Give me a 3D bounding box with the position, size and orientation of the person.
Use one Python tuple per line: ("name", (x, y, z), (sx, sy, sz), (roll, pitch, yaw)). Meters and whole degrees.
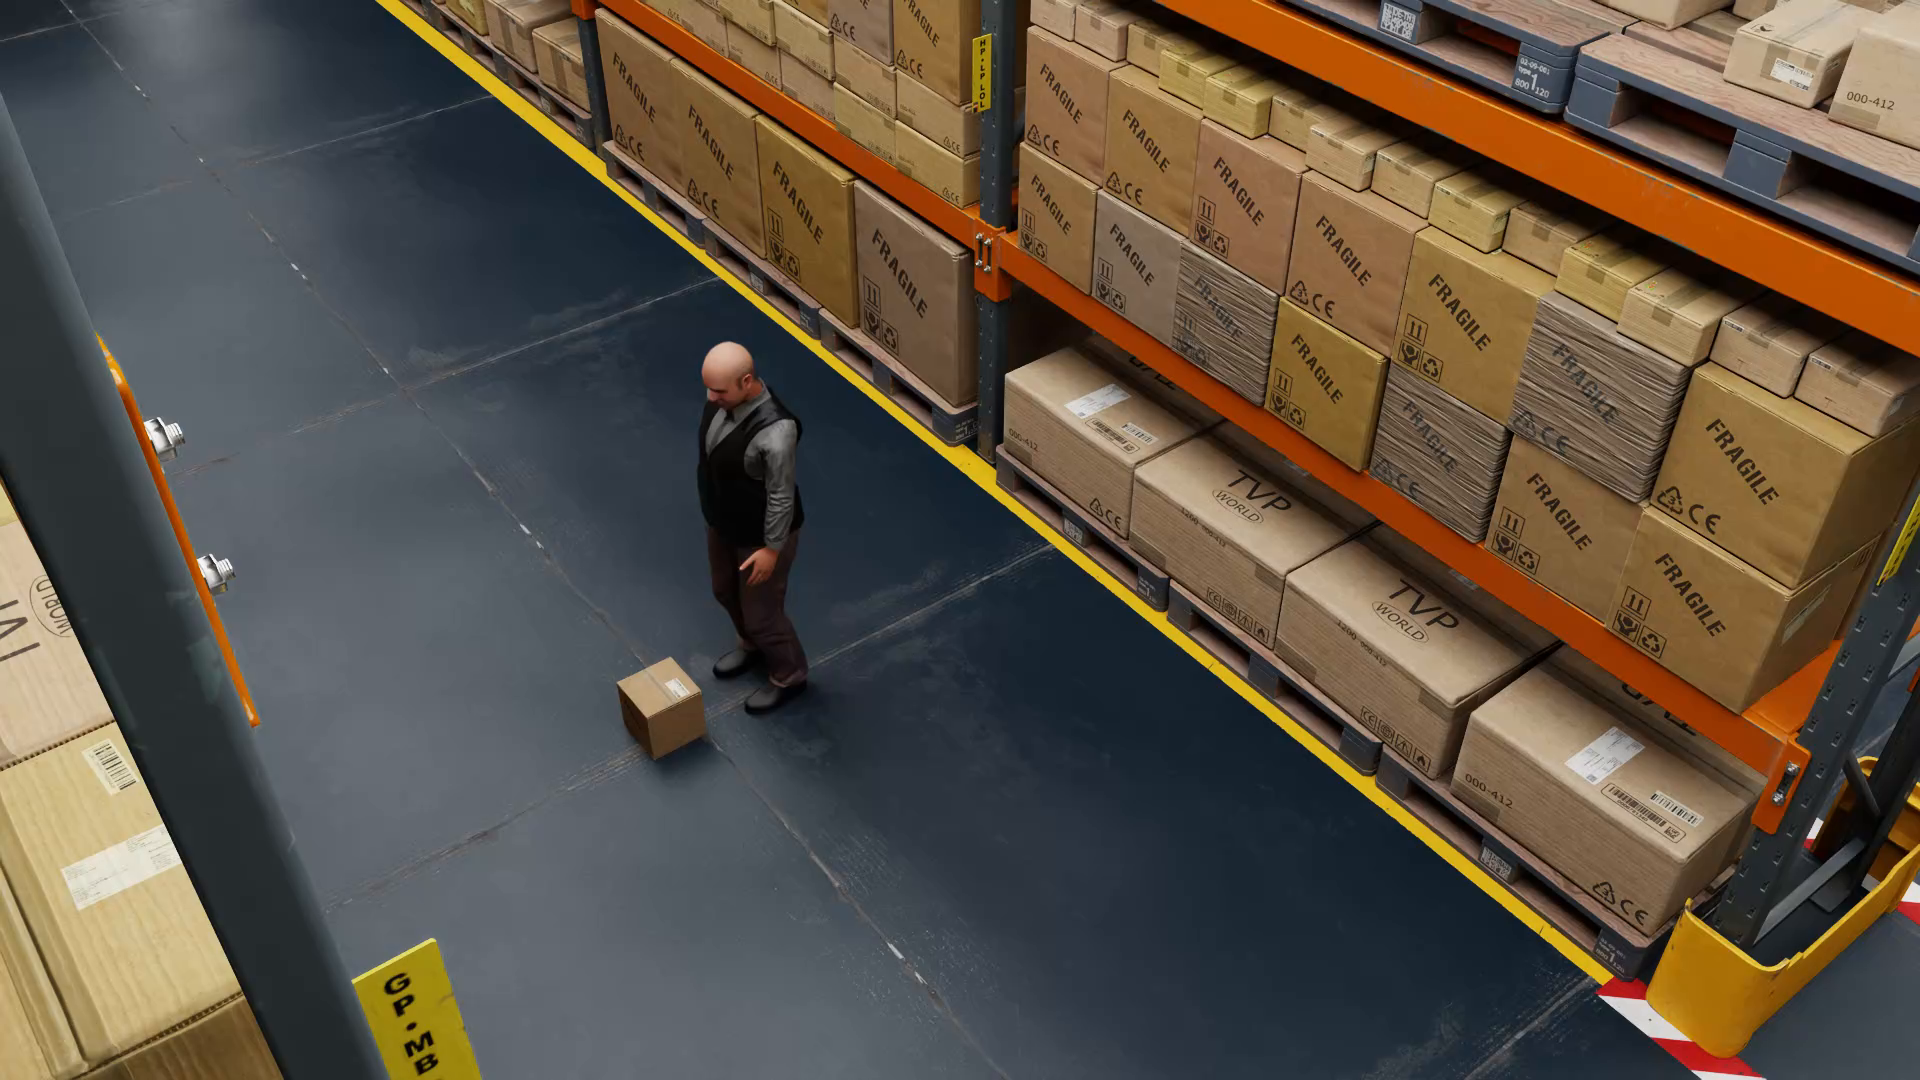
("person", (-0.809, -0.052, 6.516), (0.361, 1.711, 0.538), (-25, 46, -27))
